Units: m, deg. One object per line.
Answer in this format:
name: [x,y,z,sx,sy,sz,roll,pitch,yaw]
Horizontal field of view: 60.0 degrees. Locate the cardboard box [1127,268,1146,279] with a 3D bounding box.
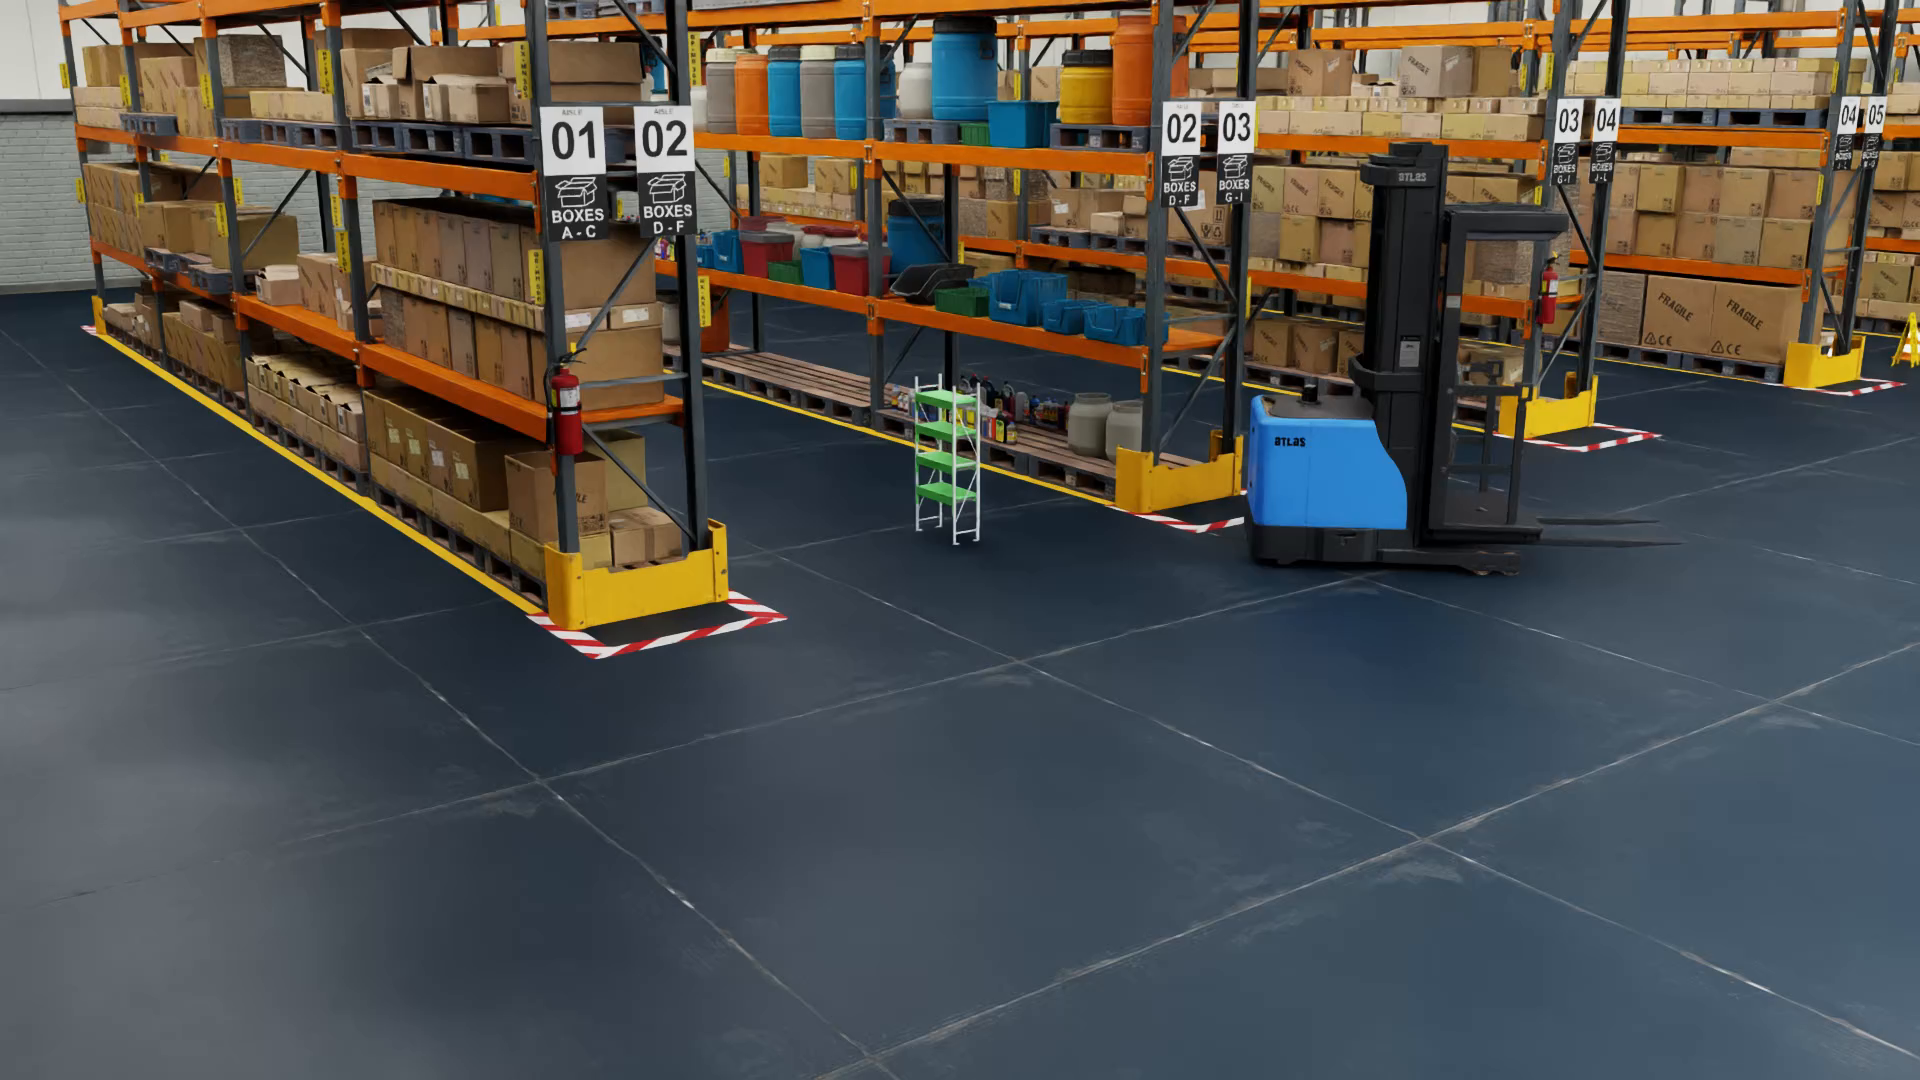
cardboard box: [3.139,-4.647,27.812,0.500,0.500,0.500,-10,18,-32]

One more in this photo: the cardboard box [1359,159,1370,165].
cardboard box: [6.129,-5.211,23.850,0.700,0.500,0.500,-11,19,-35]

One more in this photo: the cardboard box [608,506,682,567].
cardboard box: [-2.247,-0.027,11.405,0.500,0.250,0.500,-11,19,-35]

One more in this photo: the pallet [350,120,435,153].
pallet: [-3.941,-3.082,12.639,1.003,0.211,1.213,-11,19,-35]

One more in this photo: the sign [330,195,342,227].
sign: [-6.369,-3.355,16.959,0.100,0.325,0.005,-11,19,-35]

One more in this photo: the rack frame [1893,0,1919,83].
rack frame: [15.580,-8.596,26.935,1.000,3.000,0.127,-11,19,-35]

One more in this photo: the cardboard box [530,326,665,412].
cardboard box: [-2.376,-1.151,10.912,0.700,0.500,0.500,-11,19,-35]

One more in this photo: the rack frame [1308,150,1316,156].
rack frame: [6.864,-6.639,31.151,1.000,3.000,0.127,-11,19,-35]

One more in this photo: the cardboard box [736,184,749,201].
cardboard box: [-3.440,-5.882,28.104,0.500,0.250,0.500,-11,19,-36]

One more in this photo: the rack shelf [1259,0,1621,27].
rack shelf: [4.727,-5.510,17.032,1.077,0.370,4.000,-11,19,-35]

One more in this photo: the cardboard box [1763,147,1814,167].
cardboard box: [11.933,-5.365,23.848,0.700,0.500,0.500,-11,19,-34]

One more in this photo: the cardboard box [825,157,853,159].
cardboard box: [-1.820,-5.892,26.723,0.500,0.500,0.500,-12,19,-36]

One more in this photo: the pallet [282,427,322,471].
pallet: [-5.650,-0.923,15.548,1.003,0.211,1.213,-11,19,-35]

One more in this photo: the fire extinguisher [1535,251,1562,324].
fire extinguisher: [5.598,-2.405,15.828,0.296,0.674,0.183,-11,19,-35]

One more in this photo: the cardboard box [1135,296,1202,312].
cardboard box: [2.613,-2.758,20.871,0.700,0.500,0.500,-13,20,-39]

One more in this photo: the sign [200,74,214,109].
sign: [-7.256,-4.322,16.025,0.100,0.325,0.005,-11,19,-35]

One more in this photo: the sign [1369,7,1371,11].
sign: [8.985,-11.767,36.452,0.100,0.325,0.005,-11,19,-35]

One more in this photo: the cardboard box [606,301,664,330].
cardboard box: [-2.169,-1.480,10.883,0.380,0.149,0.250,-11,19,-35]

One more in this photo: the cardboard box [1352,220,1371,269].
cardboard box: [4.667,-3.162,17.694,0.875,0.500,0.500,-11,19,-35]

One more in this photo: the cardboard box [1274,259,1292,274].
cardboard box: [3.740,-3.074,18.602,0.380,0.149,0.250,-11,19,-35]

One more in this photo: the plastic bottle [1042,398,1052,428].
plastic bottle: [0.823,-1.196,15.598,0.097,0.271,0.097,0,15,0]

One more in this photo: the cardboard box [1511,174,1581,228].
cardboard box: [5.800,-3.372,16.568,0.500,0.500,0.500,-11,19,-35]

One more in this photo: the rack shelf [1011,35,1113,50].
rack shelf: [1.743,-8.821,29.129,1.077,0.370,4.000,-11,19,-35]

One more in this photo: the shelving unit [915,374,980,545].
shelving unit: [-0.097,-0.614,12.547,0.258,1.200,0.503,-11,19,-35]

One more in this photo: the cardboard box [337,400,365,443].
cardboard box: [-4.934,-1.044,14.061,0.500,0.311,0.500,-11,19,-35]

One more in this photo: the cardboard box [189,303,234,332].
cardboard box: [-8.197,-2.471,18.402,0.500,0.250,0.500,-11,19,-36]

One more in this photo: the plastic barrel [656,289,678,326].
plastic barrel: [-3.772,-2.860,21.117,0.600,0.588,0.708,-11,19,-35]

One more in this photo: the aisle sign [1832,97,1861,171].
aisle sign: [9.774,-4.479,18.334,0.394,0.787,0.004,-11,19,-35]

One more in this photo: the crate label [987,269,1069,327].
crate label: [0.596,-2.138,14.638,0.502,0.435,0.616,-11,19,-35]

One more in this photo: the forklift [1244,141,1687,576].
forklift: [3.635,-1.310,11.812,3.031,2.935,1.130,2,15,6]

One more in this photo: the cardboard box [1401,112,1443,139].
cardboard box: [4.824,-4.193,16.817,0.500,0.250,0.500,-10,18,-33]

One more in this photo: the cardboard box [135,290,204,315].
cardboard box: [-10.276,-2.972,21.650,0.797,0.503,0.637,-11,19,-35]

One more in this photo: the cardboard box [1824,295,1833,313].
cardboard box: [12.333,-3.414,23.781,0.500,0.250,0.500,-11,19,-35]

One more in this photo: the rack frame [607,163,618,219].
rack frame: [-5.159,-4.332,22.722,1.000,3.000,0.127,-11,19,-35]

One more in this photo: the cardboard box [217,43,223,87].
cardboard box: [-7.367,-4.890,16.996,0.500,0.500,0.500,-11,19,-35]

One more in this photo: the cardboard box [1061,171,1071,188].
cardboard box: [2.102,-6.211,28.835,0.500,0.500,0.500,-11,19,-36]

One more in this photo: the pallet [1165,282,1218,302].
pallet: [4.099,-4.077,27.074,1.003,0.211,1.213,-11,19,-35]

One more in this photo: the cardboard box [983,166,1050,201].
cardboard box: [0.783,-4.937,22.844,0.797,0.503,0.637,-10,18,-33]

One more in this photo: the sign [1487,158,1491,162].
sign: [8.768,-6.256,27.560,0.100,0.325,0.005,-11,19,-35]

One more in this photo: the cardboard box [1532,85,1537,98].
cardboard box: [7.470,-5.941,22.189,0.258,0.266,0.396,-11,19,-35]

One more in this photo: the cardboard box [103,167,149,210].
cardboard box: [-10.569,-4.487,21.203,0.500,0.500,0.500,-11,19,-35]

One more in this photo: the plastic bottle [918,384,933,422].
plastic bottle: [-0.316,-1.322,15.907,0.144,0.351,0.185,-10,18,-33]

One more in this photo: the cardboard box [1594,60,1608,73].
cardboard box: [8.011,-5.809,20.416,0.380,0.149,0.250,-11,19,-35]

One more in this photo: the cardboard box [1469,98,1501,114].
cardboard box: [5.180,-4.231,16.200,0.380,0.149,0.250,-12,19,-37]

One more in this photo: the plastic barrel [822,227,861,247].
plastic barrel: [-1.272,-3.084,17.906,0.433,0.535,0.433,0,15,0]

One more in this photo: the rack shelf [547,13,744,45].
rack shelf: [-3.983,-6.259,20.517,1.077,0.370,4.000,-11,19,-35]

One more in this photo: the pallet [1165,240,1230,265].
pallet: [3.220,-3.486,19.993,1.003,0.211,1.213,-11,19,-35]

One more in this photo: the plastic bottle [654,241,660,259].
plastic bottle: [-3.636,-3.500,20.057,0.097,0.201,0.097,0,15,0]

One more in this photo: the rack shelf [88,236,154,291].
rack shelf: [-10.344,-3.644,21.571,1.077,0.370,4.000,-11,19,-35]

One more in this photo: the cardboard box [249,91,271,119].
cardboard box: [-6.503,-4.199,16.041,0.500,0.250,0.500,-13,20,-39]

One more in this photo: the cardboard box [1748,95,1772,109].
cardboard box: [9.206,-4.990,18.935,0.380,0.149,0.250,-11,19,-34]

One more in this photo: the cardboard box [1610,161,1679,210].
cardboard box: [8.436,-4.414,20.691,0.875,0.550,0.550,-11,19,-35]

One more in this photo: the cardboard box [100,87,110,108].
cardboard box: [-10.257,-5.456,20.482,0.500,0.250,0.500,-11,19,-35]
